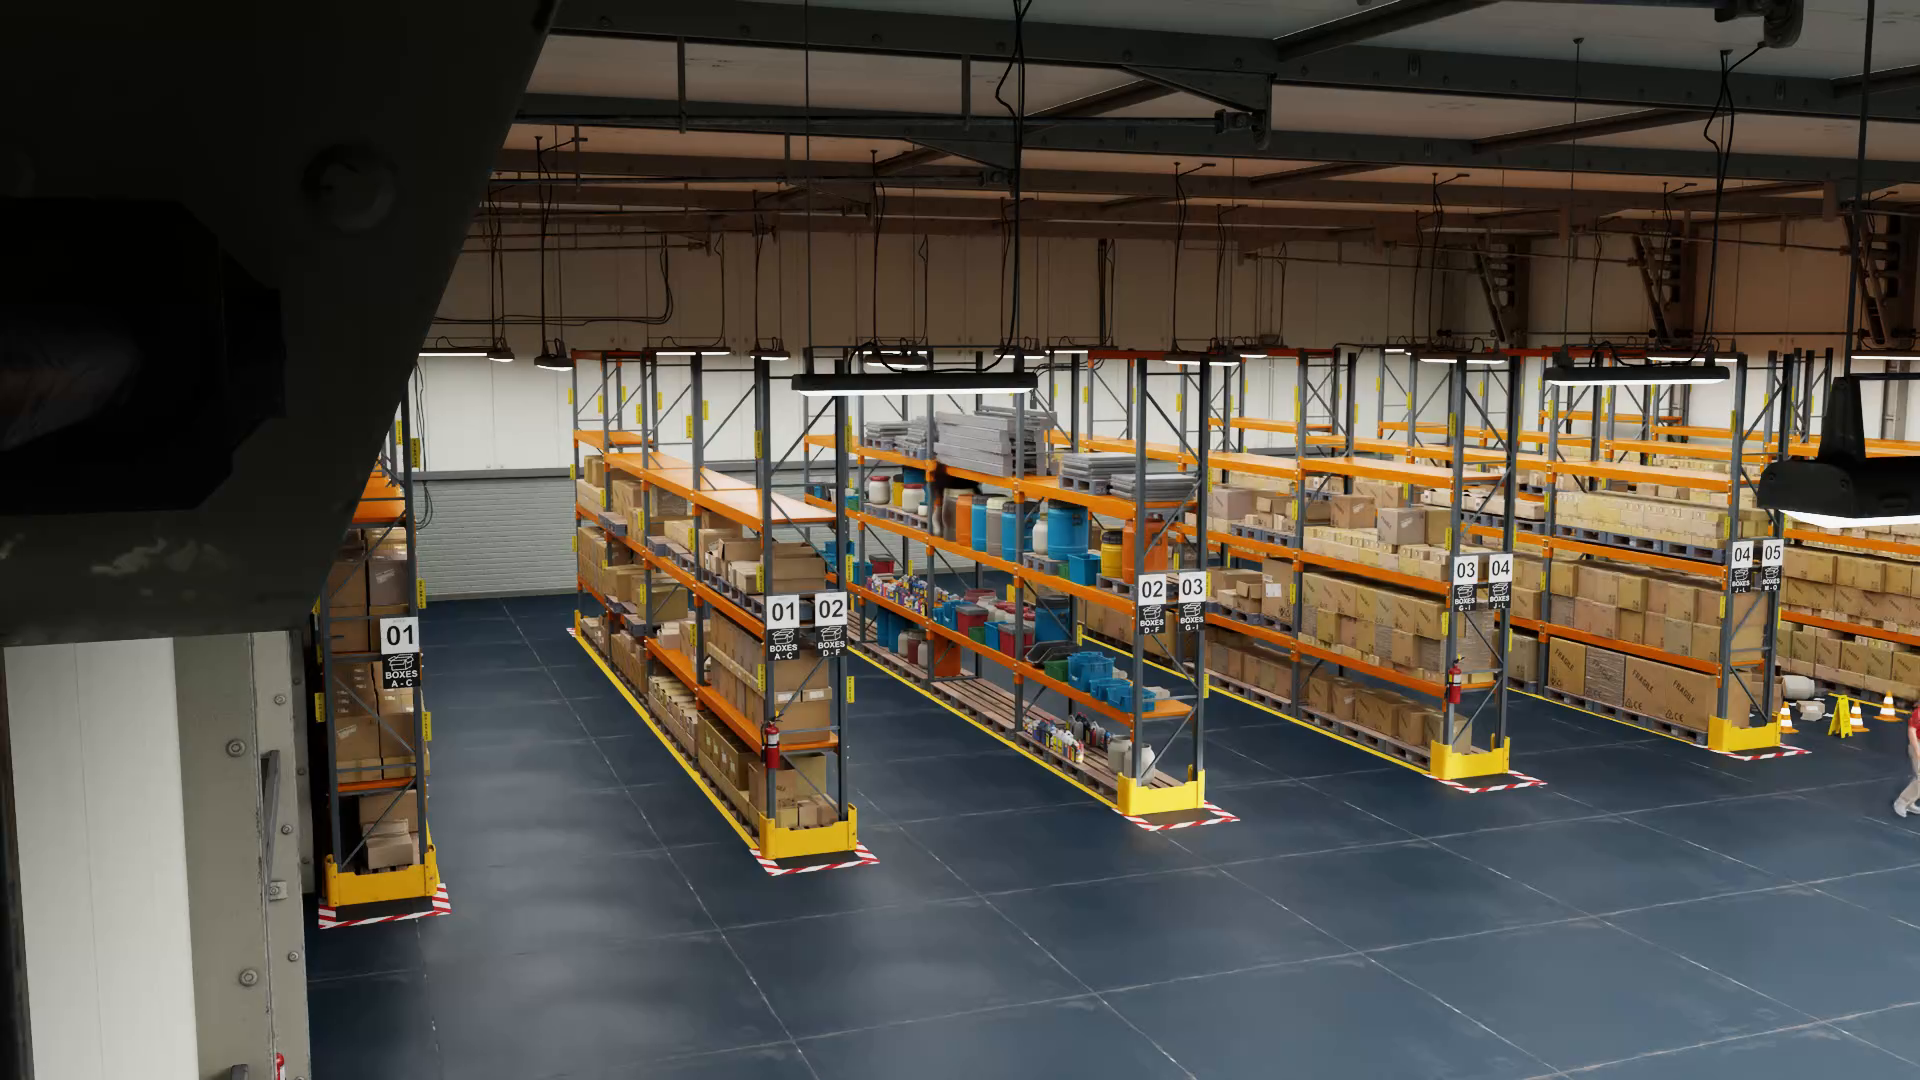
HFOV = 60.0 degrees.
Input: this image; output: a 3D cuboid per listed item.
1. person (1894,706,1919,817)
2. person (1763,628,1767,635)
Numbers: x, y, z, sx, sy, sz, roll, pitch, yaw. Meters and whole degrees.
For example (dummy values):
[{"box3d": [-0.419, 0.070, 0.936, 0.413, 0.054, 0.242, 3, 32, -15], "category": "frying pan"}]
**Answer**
[{"box3d": [12.677, 2.787, 21.818, 0.598, 1.698, 0.785, 6, 10, 42], "category": "person"}, {"box3d": [15.924, 1.438, 33.231, 0.723, 1.562, 0.964, -6, 9, -40], "category": "person"}]
